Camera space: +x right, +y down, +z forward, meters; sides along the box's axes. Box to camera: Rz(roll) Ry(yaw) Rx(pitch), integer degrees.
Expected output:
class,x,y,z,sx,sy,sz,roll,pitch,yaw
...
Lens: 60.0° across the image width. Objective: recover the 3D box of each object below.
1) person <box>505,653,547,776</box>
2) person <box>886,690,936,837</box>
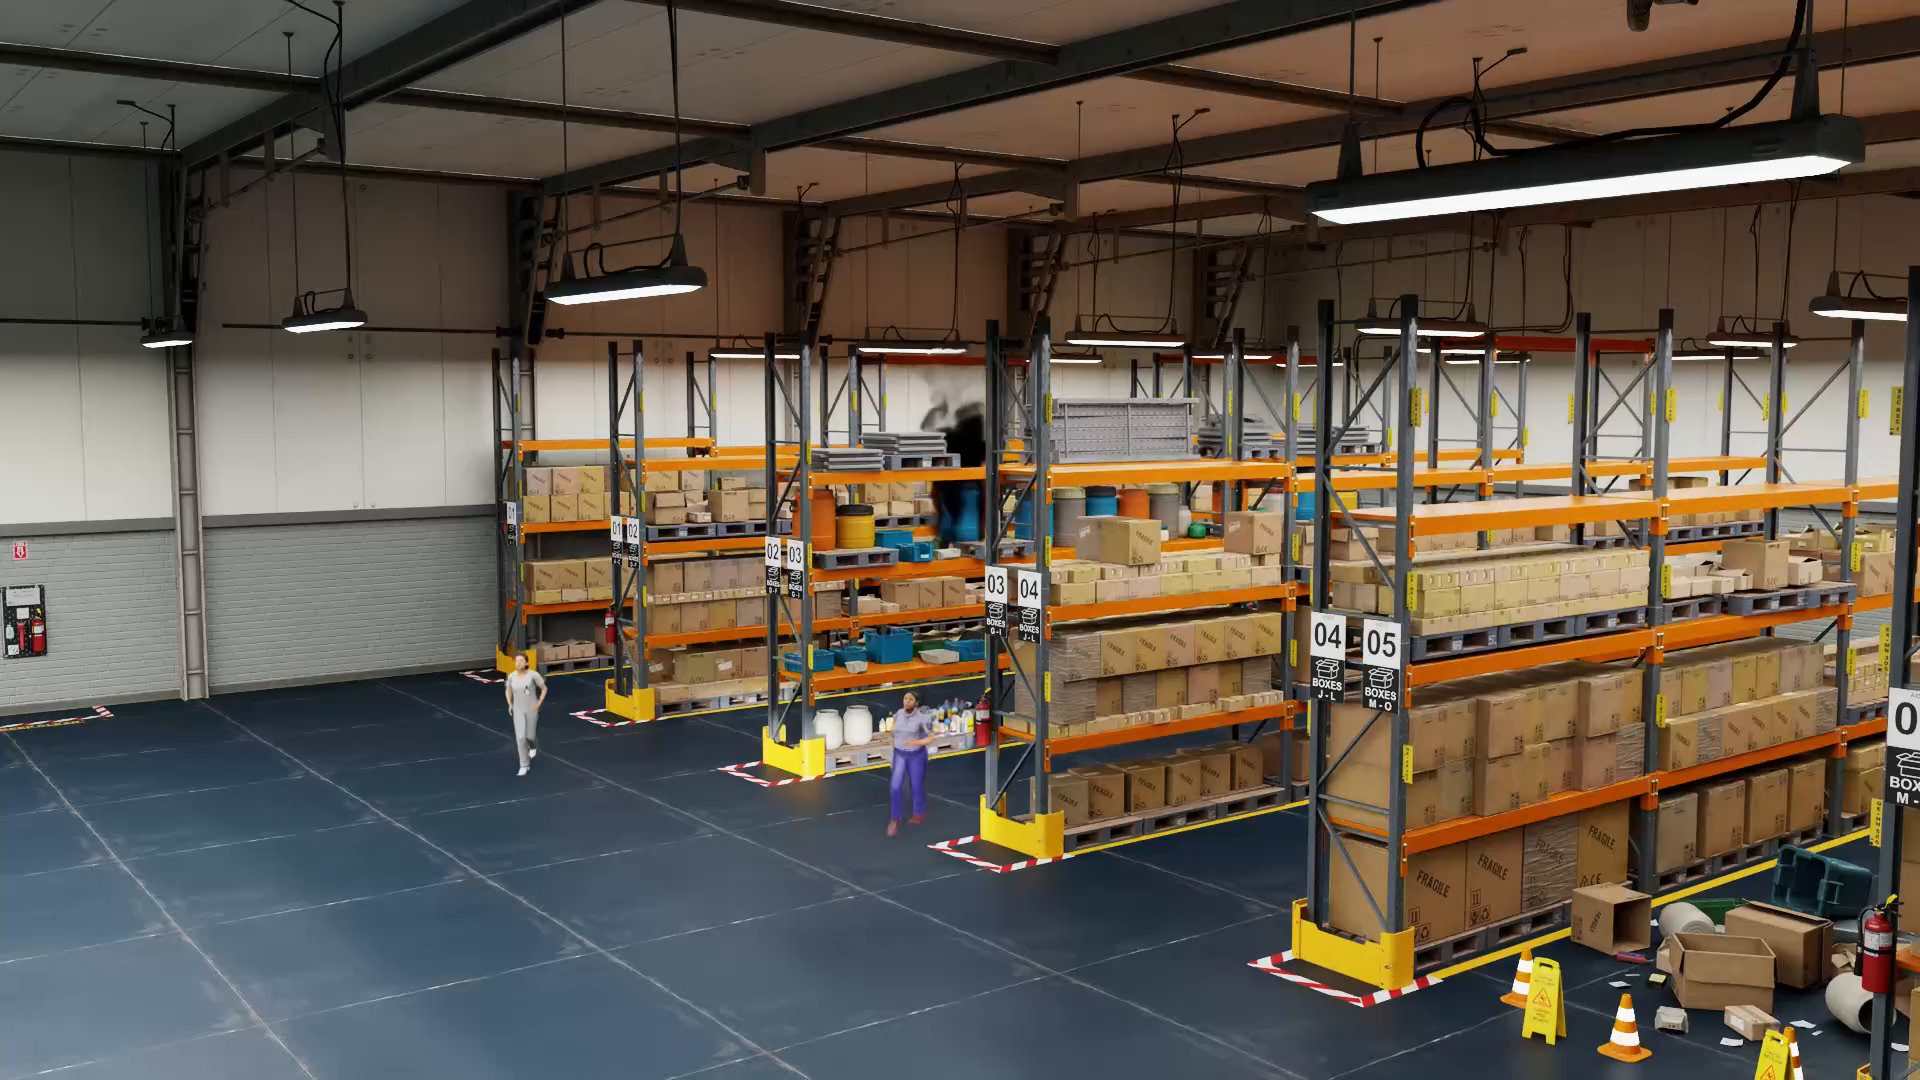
class,x,y,z,sx,sy,sz,roll,pitch,yaw
person,-5.943,2.349,22.830,0.569,1.663,0.698,0,5,-2
person,-0.544,2.573,19.284,0.589,1.692,0.707,2,5,20
